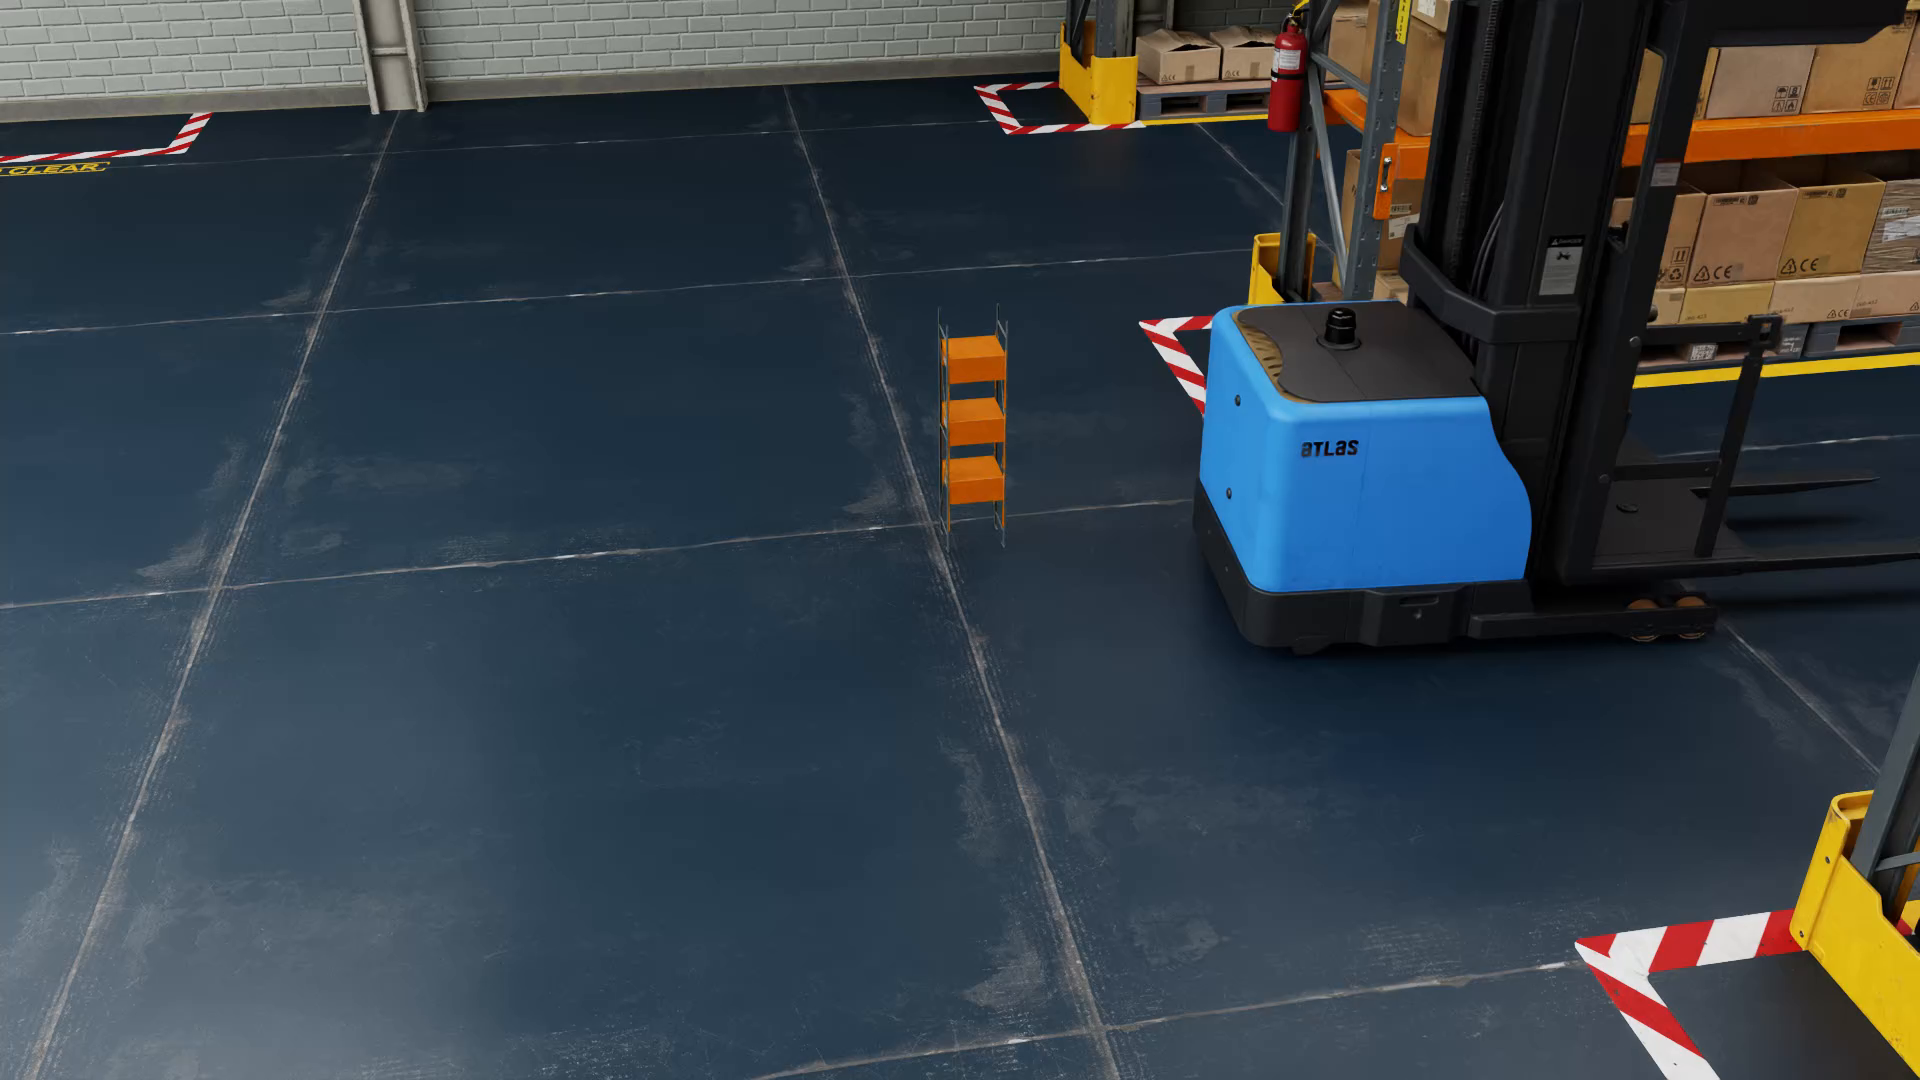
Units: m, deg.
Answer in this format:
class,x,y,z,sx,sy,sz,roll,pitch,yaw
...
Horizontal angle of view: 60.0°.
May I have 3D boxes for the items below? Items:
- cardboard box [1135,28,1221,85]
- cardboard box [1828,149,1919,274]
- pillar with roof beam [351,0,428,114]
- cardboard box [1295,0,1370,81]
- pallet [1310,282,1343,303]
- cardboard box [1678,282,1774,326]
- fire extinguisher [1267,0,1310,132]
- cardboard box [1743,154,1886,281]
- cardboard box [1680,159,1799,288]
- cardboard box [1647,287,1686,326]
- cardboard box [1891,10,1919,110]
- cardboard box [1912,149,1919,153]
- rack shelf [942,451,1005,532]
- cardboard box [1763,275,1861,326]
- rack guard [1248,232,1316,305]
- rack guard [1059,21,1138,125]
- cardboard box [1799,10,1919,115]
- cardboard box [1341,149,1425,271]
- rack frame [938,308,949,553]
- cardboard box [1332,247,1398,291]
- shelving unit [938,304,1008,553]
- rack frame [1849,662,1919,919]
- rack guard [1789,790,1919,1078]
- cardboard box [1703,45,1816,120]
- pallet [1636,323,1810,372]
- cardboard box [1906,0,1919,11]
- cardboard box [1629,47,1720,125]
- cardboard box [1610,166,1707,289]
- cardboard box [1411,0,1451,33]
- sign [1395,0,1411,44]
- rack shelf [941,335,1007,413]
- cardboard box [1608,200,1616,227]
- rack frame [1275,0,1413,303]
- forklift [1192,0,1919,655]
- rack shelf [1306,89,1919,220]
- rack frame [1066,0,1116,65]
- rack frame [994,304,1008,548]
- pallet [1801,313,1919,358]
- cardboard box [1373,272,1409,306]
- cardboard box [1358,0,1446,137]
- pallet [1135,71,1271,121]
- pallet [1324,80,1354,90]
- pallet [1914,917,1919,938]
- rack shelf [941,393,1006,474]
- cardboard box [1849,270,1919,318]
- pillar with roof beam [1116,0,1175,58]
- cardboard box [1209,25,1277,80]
class,x,y,z,sx,sy,sz,roll,pitch,yaw
cardboard box,1.691,-3.777,12.933,0.500,0.311,0.500,-9,32,-15
cardboard box,4.914,-1.752,8.829,0.500,0.500,0.500,-5,31,-9
pillar with roof beam,-3.599,-5.115,7.072,0.400,9.000,9.100,-5,31,-9
cardboard box,2.983,-3.953,13.045,0.500,0.500,0.700,-7,31,-12
pallet,2.635,-1.148,8.993,1.213,0.211,1.003,-5,31,-9
cardboard box,3.934,-1.329,8.849,0.500,0.250,0.500,-5,31,-9
fire extinguisher,1.691,-2.446,8.528,0.183,0.674,0.296,-5,31,-9
cardboard box,4.423,-1.704,8.748,0.500,0.500,0.500,-5,31,-9
cardboard box,3.934,-1.652,8.658,0.500,0.500,0.500,-5,31,-9
cardboard box,3.441,-1.286,8.776,0.500,0.250,0.500,-5,31,-9
cardboard box,4.872,-2.572,8.566,0.500,0.500,0.700,-6,31,-9
cardboard box,5.313,-2.057,9.347,0.500,0.500,0.500,-5,31,-9
rack shelf,0.053,-0.209,7.138,0.240,0.259,0.215,-5,31,-9
cardboard box,4.426,-1.375,8.927,0.500,0.250,0.500,-5,31,-9
rack guard,1.867,-1.179,8.762,0.348,0.500,1.175,-5,31,-9
rack guard,1.069,-3.658,12.978,0.348,0.500,1.175,-5,31,-9
cardboard box,4.378,-2.528,8.492,0.500,0.500,0.700,-5,31,-8
cardboard box,2.365,-1.775,8.868,0.500,0.500,0.500,-5,31,-9
rack frame,-0.067,-0.446,6.973,0.008,1.050,0.200,-5,31,-9
cardboard box,2.365,-1.451,9.057,0.500,0.250,0.500,-5,31,-9
shelving unit,0.053,-0.457,6.992,0.252,1.050,0.215,-5,31,-9
rack frame,2.779,0.211,3.932,0.127,3.000,1.000,-5,31,-9
rack guard,2.845,1.258,4.617,0.348,0.500,1.175,-5,31,-9
cardboard box,3.874,-2.481,8.411,0.500,0.500,0.700,-4,31,-7
pallet,3.833,-1.257,9.180,1.213,0.211,1.003,-5,31,-9
cardboard box,4.595,-2.723,8.183,0.250,0.149,0.380,-5,31,-9
cardboard box,3.357,-2.431,8.326,0.500,0.500,0.700,-5,31,-9
cardboard box,3.439,-1.615,8.595,0.500,0.500,0.500,-5,31,-9
cardboard box,2.315,-2.510,7.821,0.250,0.149,0.380,-6,31,-9
sign,1.985,-2.389,7.421,0.005,0.325,0.100,-5,31,-9
rack shelf,0.053,-0.693,6.854,0.240,0.259,0.215,-5,31,-9
cardboard box,2.950,-1.563,8.507,0.500,0.500,0.500,-5,31,-9
rack frame,1.891,-2.259,8.132,0.127,3.000,1.000,-5,31,-9
forklift,2.558,-1.126,6.273,3.031,2.935,1.130,-3,31,-5
rack shelf,3.858,-2.131,8.625,4.000,0.370,1.077,-5,31,-9
rack frame,0.995,-4.728,12.332,0.127,3.000,1.000,-5,31,-9
rack frame,0.173,-0.469,7.011,0.008,1.050,0.200,-5,31,-9
pallet,5.035,-1.370,9.372,1.213,0.211,1.003,-5,31,-9
cardboard box,2.458,-1.193,8.618,0.500,0.250,0.500,-5,31,-9
cardboard box,2.352,-2.338,8.169,0.500,0.500,0.700,-5,31,-9
pallet,1.875,-3.590,13.147,1.213,0.211,1.003,-5,31,-9
pallet,3.072,-3.700,13.333,1.213,0.211,1.003,-5,31,-9
pallet,3.645,1.311,4.812,1.213,0.211,1.003,-5,31,-9
rack shelf,0.053,-0.448,6.998,0.240,0.259,0.215,-5,31,-9
cardboard box,4.915,-1.428,9.017,0.500,0.250,0.500,-5,31,-9
pillar with roof beam,2.303,-5.663,8.003,0.400,9.000,9.100,-5,31,-9
cardboard box,2.252,-3.829,13.022,0.500,0.311,0.500,-3,31,-5
